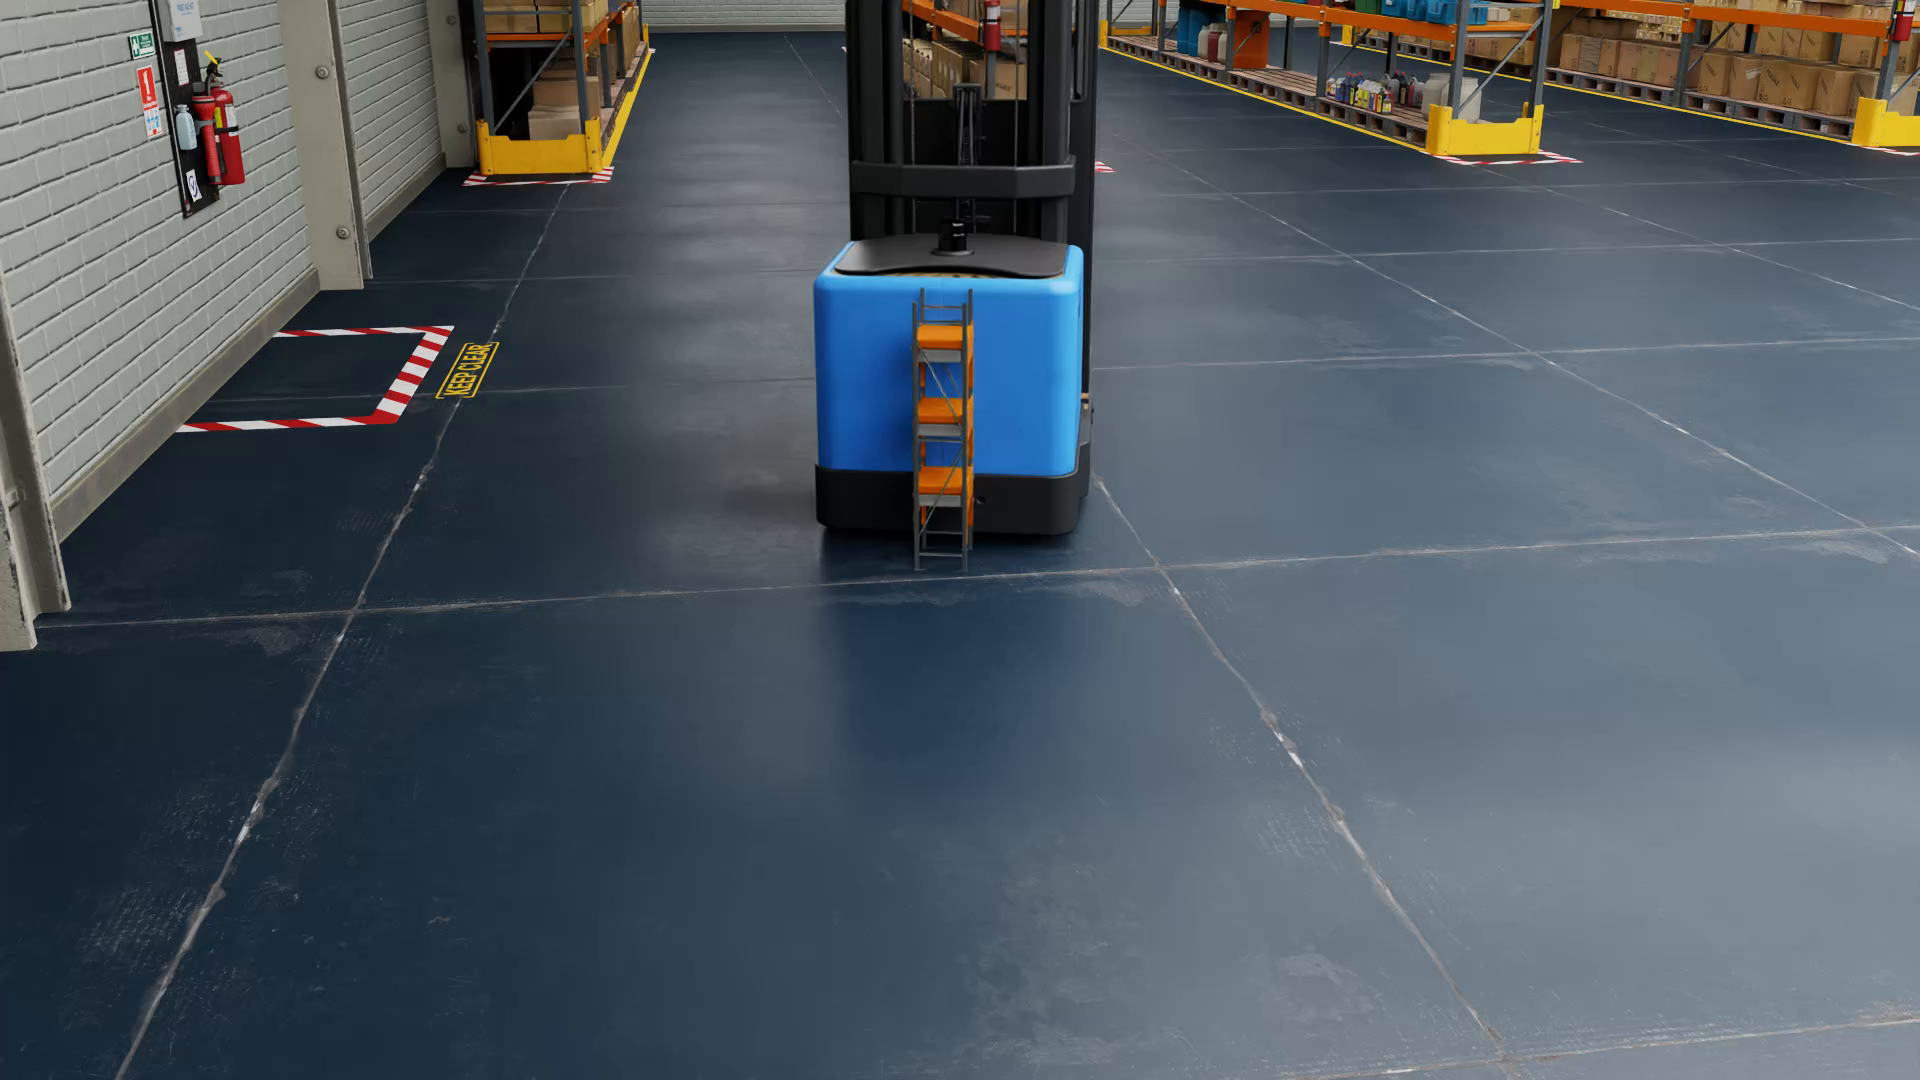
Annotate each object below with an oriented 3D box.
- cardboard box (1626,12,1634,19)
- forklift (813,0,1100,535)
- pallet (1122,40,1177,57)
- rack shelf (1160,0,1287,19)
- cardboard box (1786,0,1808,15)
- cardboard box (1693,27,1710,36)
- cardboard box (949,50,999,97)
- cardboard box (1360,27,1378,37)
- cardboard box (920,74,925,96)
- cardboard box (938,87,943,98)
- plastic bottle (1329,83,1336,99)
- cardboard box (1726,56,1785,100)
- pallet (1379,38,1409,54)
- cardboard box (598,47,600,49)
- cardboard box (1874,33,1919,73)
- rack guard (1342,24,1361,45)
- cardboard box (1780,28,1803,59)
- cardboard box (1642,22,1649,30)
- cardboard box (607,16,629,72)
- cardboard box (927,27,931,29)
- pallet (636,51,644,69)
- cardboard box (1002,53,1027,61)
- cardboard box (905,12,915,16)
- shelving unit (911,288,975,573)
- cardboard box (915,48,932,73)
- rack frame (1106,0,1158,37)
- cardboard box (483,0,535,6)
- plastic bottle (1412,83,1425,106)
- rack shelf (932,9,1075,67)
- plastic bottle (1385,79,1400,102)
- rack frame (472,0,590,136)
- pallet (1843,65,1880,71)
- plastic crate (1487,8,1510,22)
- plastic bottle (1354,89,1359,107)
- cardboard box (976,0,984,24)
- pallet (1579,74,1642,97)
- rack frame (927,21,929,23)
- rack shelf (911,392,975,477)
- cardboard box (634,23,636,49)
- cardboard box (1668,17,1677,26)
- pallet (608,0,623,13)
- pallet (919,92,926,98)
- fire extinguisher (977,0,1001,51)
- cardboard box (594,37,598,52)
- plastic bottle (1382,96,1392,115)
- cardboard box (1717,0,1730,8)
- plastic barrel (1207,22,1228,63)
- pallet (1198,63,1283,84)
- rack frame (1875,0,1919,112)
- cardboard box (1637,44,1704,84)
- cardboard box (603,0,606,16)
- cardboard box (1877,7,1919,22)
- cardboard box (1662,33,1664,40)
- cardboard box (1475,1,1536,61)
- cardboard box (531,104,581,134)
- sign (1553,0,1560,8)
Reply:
[{"bbox_3d":[13.135,-10.131,32.177,0.380,0.149,0.250,-2,21,-6],"label":"cardboard box"},{"bbox_3d":[0.077,-1.867,7.526,1.130,2.935,3.031,2,21,5],"label":"forklift"},{"bbox_3d":[3.608,-9.070,30.699,1.003,0.211,1.213,-3,21,-8],"label":"pallet"},{"bbox_3d":[4.220,-8.671,26.673,1.077,0.370,4.000,-3,21,-8],"label":"rack shelf"},{"bbox_3d":[9.997,-6.280,19.603,0.380,0.149,0.250,-3,21,-8],"label":"cardboard box"},{"bbox_3d":[13.396,-9.259,30.269,0.380,0.149,0.250,-3,21,-7],"label":"cardboard box"},{"bbox_3d":[0.158,-5.247,18.734,0.500,0.500,0.500,-3,21,-8],"label":"cardboard box"},{"bbox_3d":[8.428,-10.319,32.494,0.875,0.875,0.875,-3,21,-8],"label":"cardboard box"},{"bbox_3d":[-0.235,-5.895,21.542,0.500,0.250,0.500,-3,21,-9],"label":"cardboard box"},{"bbox_3d":[0.017,-5.242,19.793,0.500,0.250,0.500,-3,21,-8],"label":"cardboard box"},{"bbox_3d":[4.712,-5.658,20.949,0.097,0.201,0.097,0,20,0],"label":"plastic bottle"},{"bbox_3d":[10.095,-5.868,21.112,0.500,0.500,0.500,4,21,9],"label":"cardboard box"},{"bbox_3d":[8.622,-9.335,31.407,1.003,0.211,1.213,-3,21,-8],"label":"pallet"},{"bbox_3d":[-5.180,-6.420,22.562,0.700,0.500,0.500,-3,21,-8],"label":"cardboard box"},{"bbox_3d":[14.461,-7.406,24.872,1.050,0.750,0.750,-3,21,-7],"label":"cardboard box"},{"bbox_3d":[8.253,-10.173,33.238,1.175,0.500,0.348,-3,21,-8],"label":"rack guard"},{"bbox_3d":[13.908,-8.201,27.359,0.500,0.500,0.500,-2,21,-6],"label":"cardboard box"},{"bbox_3d":[13.278,-9.811,31.748,0.380,0.149,0.250,-2,21,-5],"label":"cardboard box"},{"bbox_3d":[-5.271,-7.267,24.358,0.750,0.750,0.750,-3,21,-8],"label":"cardboard box"},{"bbox_3d":[-0.481,-7.985,26.753,0.500,0.500,0.500,-3,21,-7],"label":"cardboard box"},{"bbox_3d":[-5.904,-8.162,28.267,1.003,0.211,1.213,-3,21,-8],"label":"pallet"},{"bbox_3d":[0.744,-5.100,18.341,0.500,0.500,0.500,-3,21,-8],"label":"cardboard box"},{"bbox_3d":[-0.925,-8.139,26.092,0.500,0.250,0.500,-3,21,-9],"label":"cardboard box"},{"bbox_3d":[-0.063,-0.411,6.317,0.215,1.050,0.252,2,21,5],"label":"shelving unit"},{"bbox_3d":[-0.310,-6.332,21.911,0.500,0.311,0.500,-3,21,-8],"label":"cardboard box"},{"bbox_3d":[3.355,-11.085,32.110,1.000,3.000,0.127,-3,21,-8],"label":"rack frame"},{"bbox_3d":[-4.420,-5.489,16.239,0.500,0.500,0.500,-3,21,-8],"label":"cardboard box"},{"bbox_3d":[5.557,-5.418,20.198,0.152,0.276,0.135,-3,21,-7],"label":"plastic bottle"},{"bbox_3d":[0.471,-5.653,18.592,1.077,0.370,4.000,-3,21,-8],"label":"rack shelf"},{"bbox_3d":[5.348,-5.570,20.606,0.152,0.276,0.135,-3,21,-8],"label":"plastic bottle"},{"bbox_3d":[-4.142,-5.046,15.940,1.000,3.000,0.127,-3,21,-8],"label":"rack frame"},{"bbox_3d":[14.372,-7.198,25.685,1.003,0.211,1.213,-3,21,-8],"label":"pallet"},{"bbox_3d":[5.851,-5.748,18.197,0.298,0.136,0.250,-3,21,-8],"label":"plastic crate"},{"bbox_3d":[4.836,-5.361,20.153,0.097,0.201,0.097,0,20,0],"label":"plastic bottle"},{"bbox_3d":[0.559,-5.860,17.976,0.700,0.500,0.500,-3,21,-7],"label":"cardboard box"},{"bbox_3d":[9.694,-6.567,23.997,1.003,0.211,1.213,-3,21,-8],"label":"pallet"},{"bbox_3d":[-0.970,-9.452,27.736,1.000,3.000,0.127,-3,21,-8],"label":"rack frame"},{"bbox_3d":[-0.063,-0.402,6.321,0.215,0.259,0.240,2,21,5],"label":"rack shelf"},{"bbox_3d":[-5.947,-8.665,28.601,0.700,0.500,0.500,-3,21,-8],"label":"cardboard box"},{"bbox_3d":[13.328,-9.588,30.724,0.380,0.149,0.250,-3,21,-8],"label":"cardboard box"},{"bbox_3d":[-4.685,-6.613,20.409,1.003,0.211,1.213,-3,21,-8],"label":"pallet"},{"bbox_3d":[0.038,-5.629,21.486,1.003,0.211,1.213,-3,21,-8],"label":"pallet"},{"bbox_3d":[0.317,-5.197,16.453,0.296,0.674,0.183,-3,21,-8],"label":"fire extinguisher"},{"bbox_3d":[-5.040,-6.577,21.911,0.500,0.250,0.500,-3,21,-8],"label":"cardboard box"},{"bbox_3d":[4.963,-5.055,19.333,0.097,0.201,0.097,0,20,0],"label":"plastic bottle"},{"bbox_3d":[9.806,-6.801,20.997,0.380,0.149,0.250,-3,21,-8],"label":"cardboard box"},{"bbox_3d":[4.258,-7.942,26.540,0.600,0.588,0.708,-3,21,-8],"label":"plastic barrel"},{"bbox_3d":[4.354,-7.280,25.907,1.003,0.211,1.213,-3,21,-8],"label":"pallet"},{"bbox_3d":[10.563,-5.796,17.946,1.000,3.000,0.127,-3,21,-8],"label":"rack frame"},{"bbox_3d":[9.869,-6.595,23.031,0.700,0.500,0.500,-3,21,-8],"label":"cardboard box"},{"bbox_3d":[-4.287,-6.048,18.809,0.500,0.250,0.500,-3,21,-8],"label":"cardboard box"},{"bbox_3d":[10.318,-5.766,18.227,0.380,0.149,0.250,-3,21,-8],"label":"cardboard box"},{"bbox_3d":[13.388,-9.425,31.138,0.380,0.149,0.250,-3,21,-9],"label":"cardboard box"},{"bbox_3d":[9.210,-8.316,27.130,1.225,0.875,0.875,-3,21,-8],"label":"cardboard box"},{"bbox_3d":[-4.235,-4.434,17.515,0.500,0.311,0.500,-1,21,-3],"label":"cardboard box"},{"bbox_3d":[6.207,-5.702,17.299,0.100,0.325,0.005,-3,21,-8],"label":"sign"}]
